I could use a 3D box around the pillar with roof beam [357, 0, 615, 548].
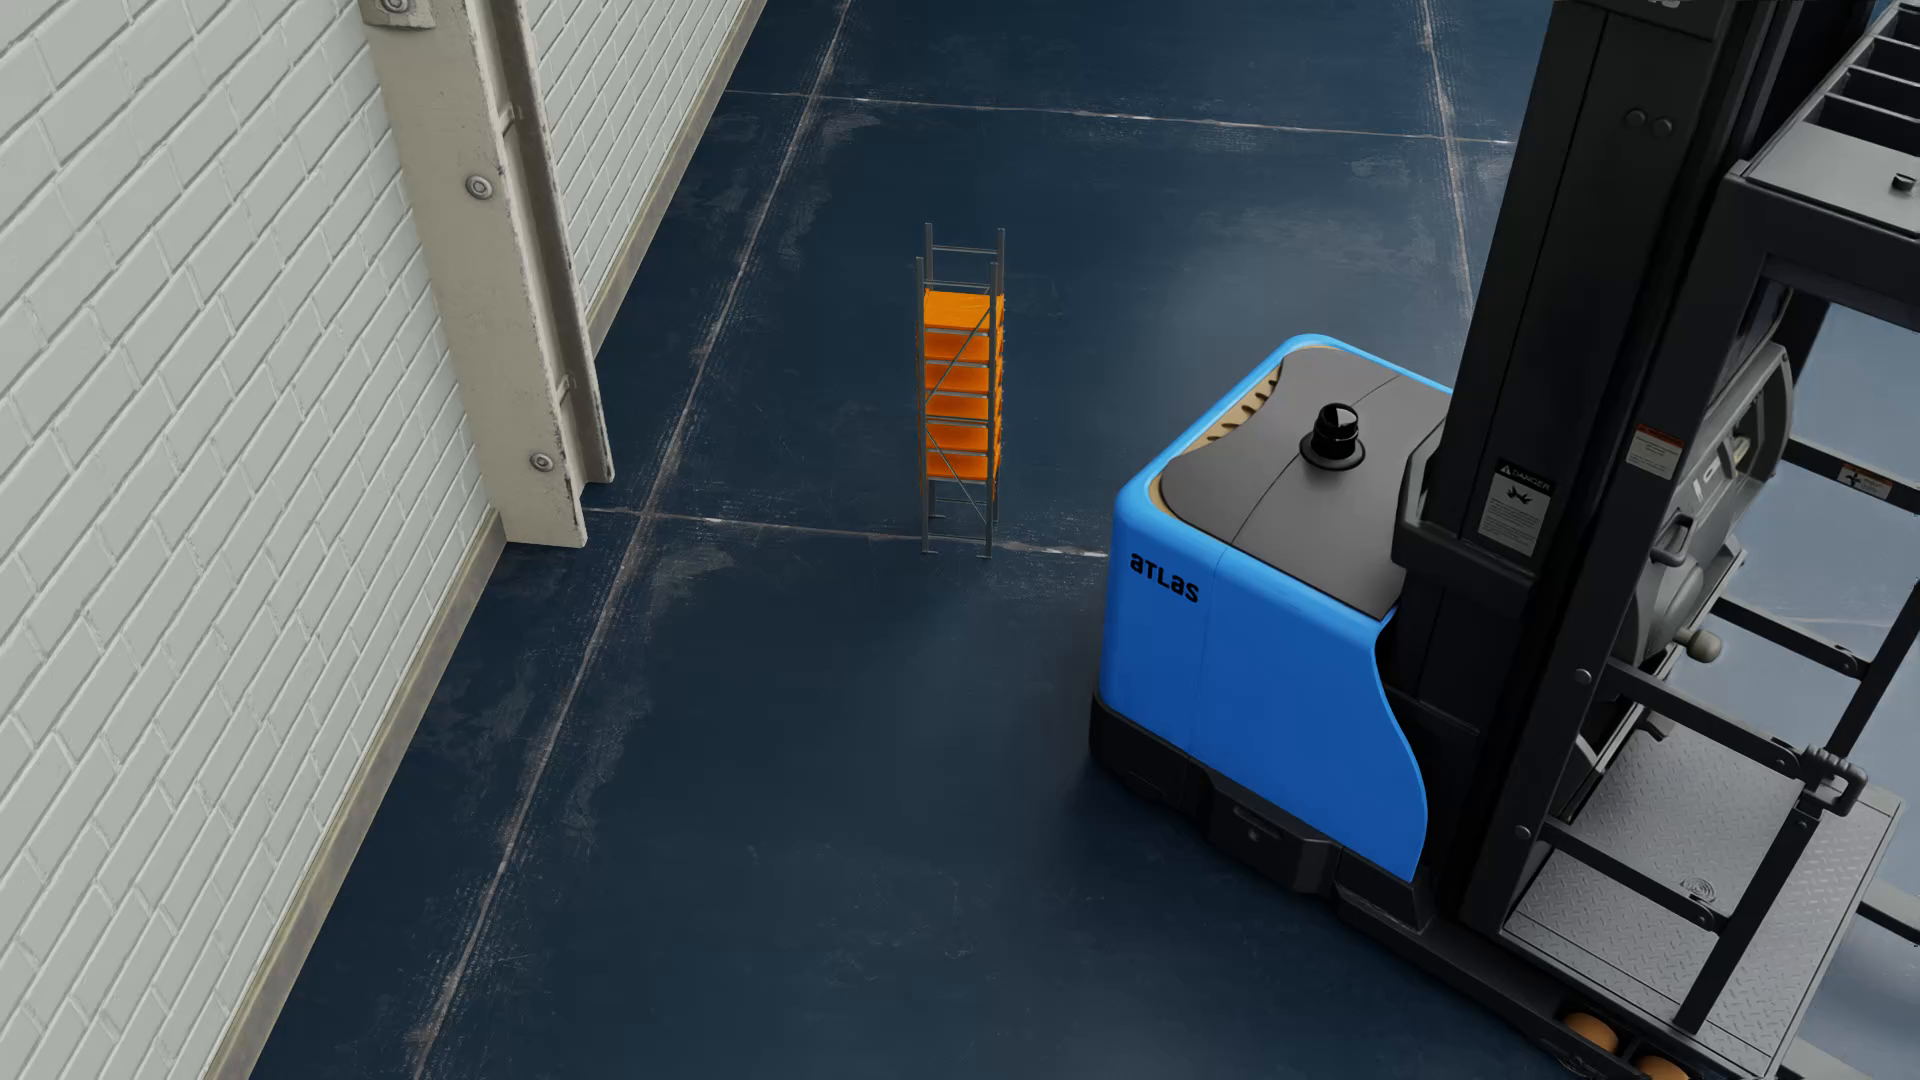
[{"bbox_3d":[2.844,-2.998,2.371,9.100,9.000,0.400,5,44,6],"label":"pillar with roof beam"}]

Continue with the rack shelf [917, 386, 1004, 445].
[{"bbox_3d":[0.002,-0.413,5.378,0.258,0.103,0.180,5,44,6],"label":"rack shelf"}]

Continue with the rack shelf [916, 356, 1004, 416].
[{"bbox_3d":[0.002,-0.500,5.296,0.258,0.103,0.180,5,44,6],"label":"rack shelf"}]

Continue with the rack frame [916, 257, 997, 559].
[{"bbox_3d":[-0.010,-0.383,5.282,0.240,1.200,0.006,5,44,6],"label":"rack frame"}]

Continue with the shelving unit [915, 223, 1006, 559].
[{"bbox_3d":[0.002,-0.446,5.348,0.258,1.200,0.189,5,44,6],"label":"shelving unit"}]

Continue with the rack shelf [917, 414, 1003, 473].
[{"bbox_3d":[0.002,-0.326,5.461,0.258,0.103,0.180,5,44,6],"label":"rack shelf"}]

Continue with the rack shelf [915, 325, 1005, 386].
[{"bbox_3d":[0.002,-0.588,5.213,0.258,0.103,0.180,5,44,6],"label":"rack shelf"}]

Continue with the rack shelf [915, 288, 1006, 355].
[{"bbox_3d":[0.002,-0.675,5.131,0.258,0.103,0.180,5,44,6],"label":"rack shelf"}]

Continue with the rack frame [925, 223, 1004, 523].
[{"bbox_3d":[0.014,-0.508,5.414,0.240,1.200,0.006,5,44,6],"label":"rack frame"}]

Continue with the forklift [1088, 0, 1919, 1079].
[{"bbox_3d":[1.850,-0.016,3.635,3.031,2.935,1.130,29,51,27],"label":"forklift"}]

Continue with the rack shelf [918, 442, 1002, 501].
[{"bbox_3d":[0.002,-0.239,5.543,0.258,0.103,0.180,5,44,6],"label":"rack shelf"}]
